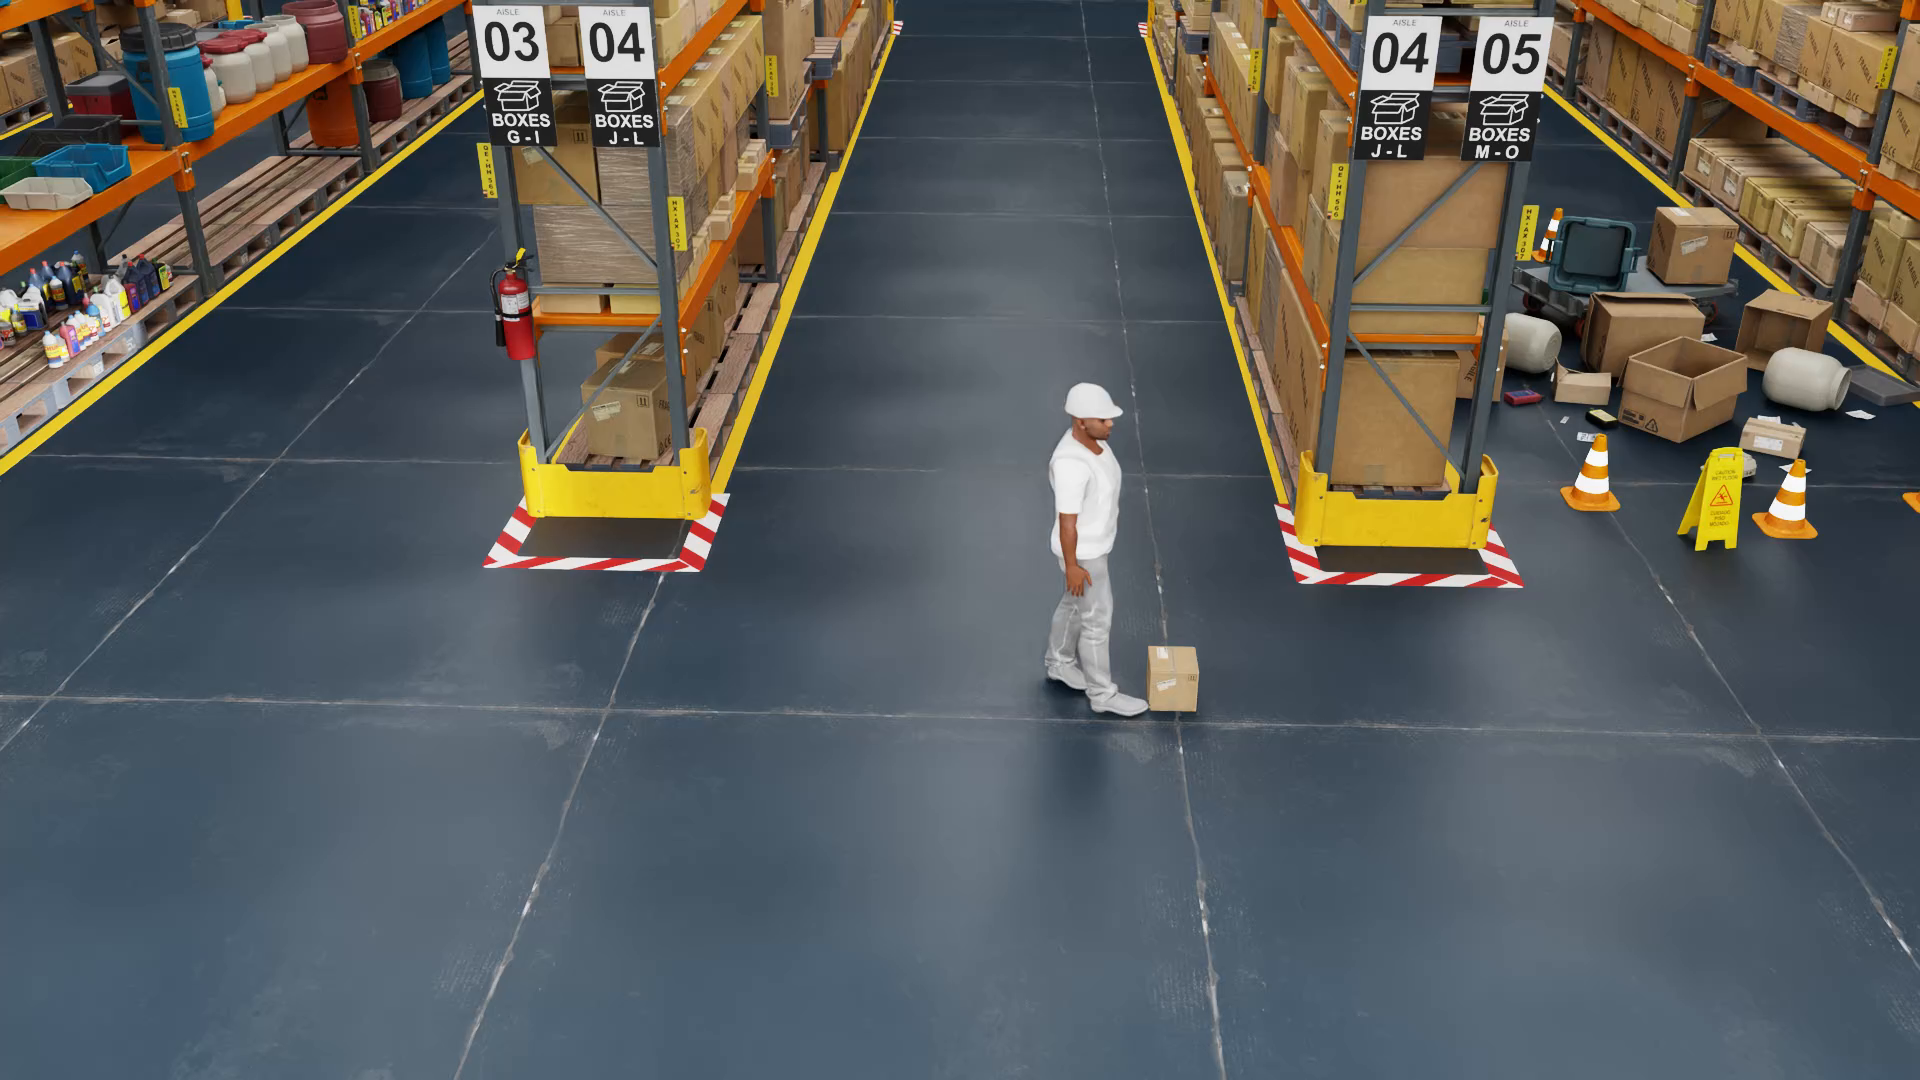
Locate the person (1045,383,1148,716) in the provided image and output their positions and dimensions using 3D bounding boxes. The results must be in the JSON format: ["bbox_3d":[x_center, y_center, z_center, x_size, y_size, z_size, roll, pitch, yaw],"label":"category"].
[{"bbox_3d":[0.730,0.033,8.527,0.611,1.761,0.576,7,29,13],"label":"person"}]
